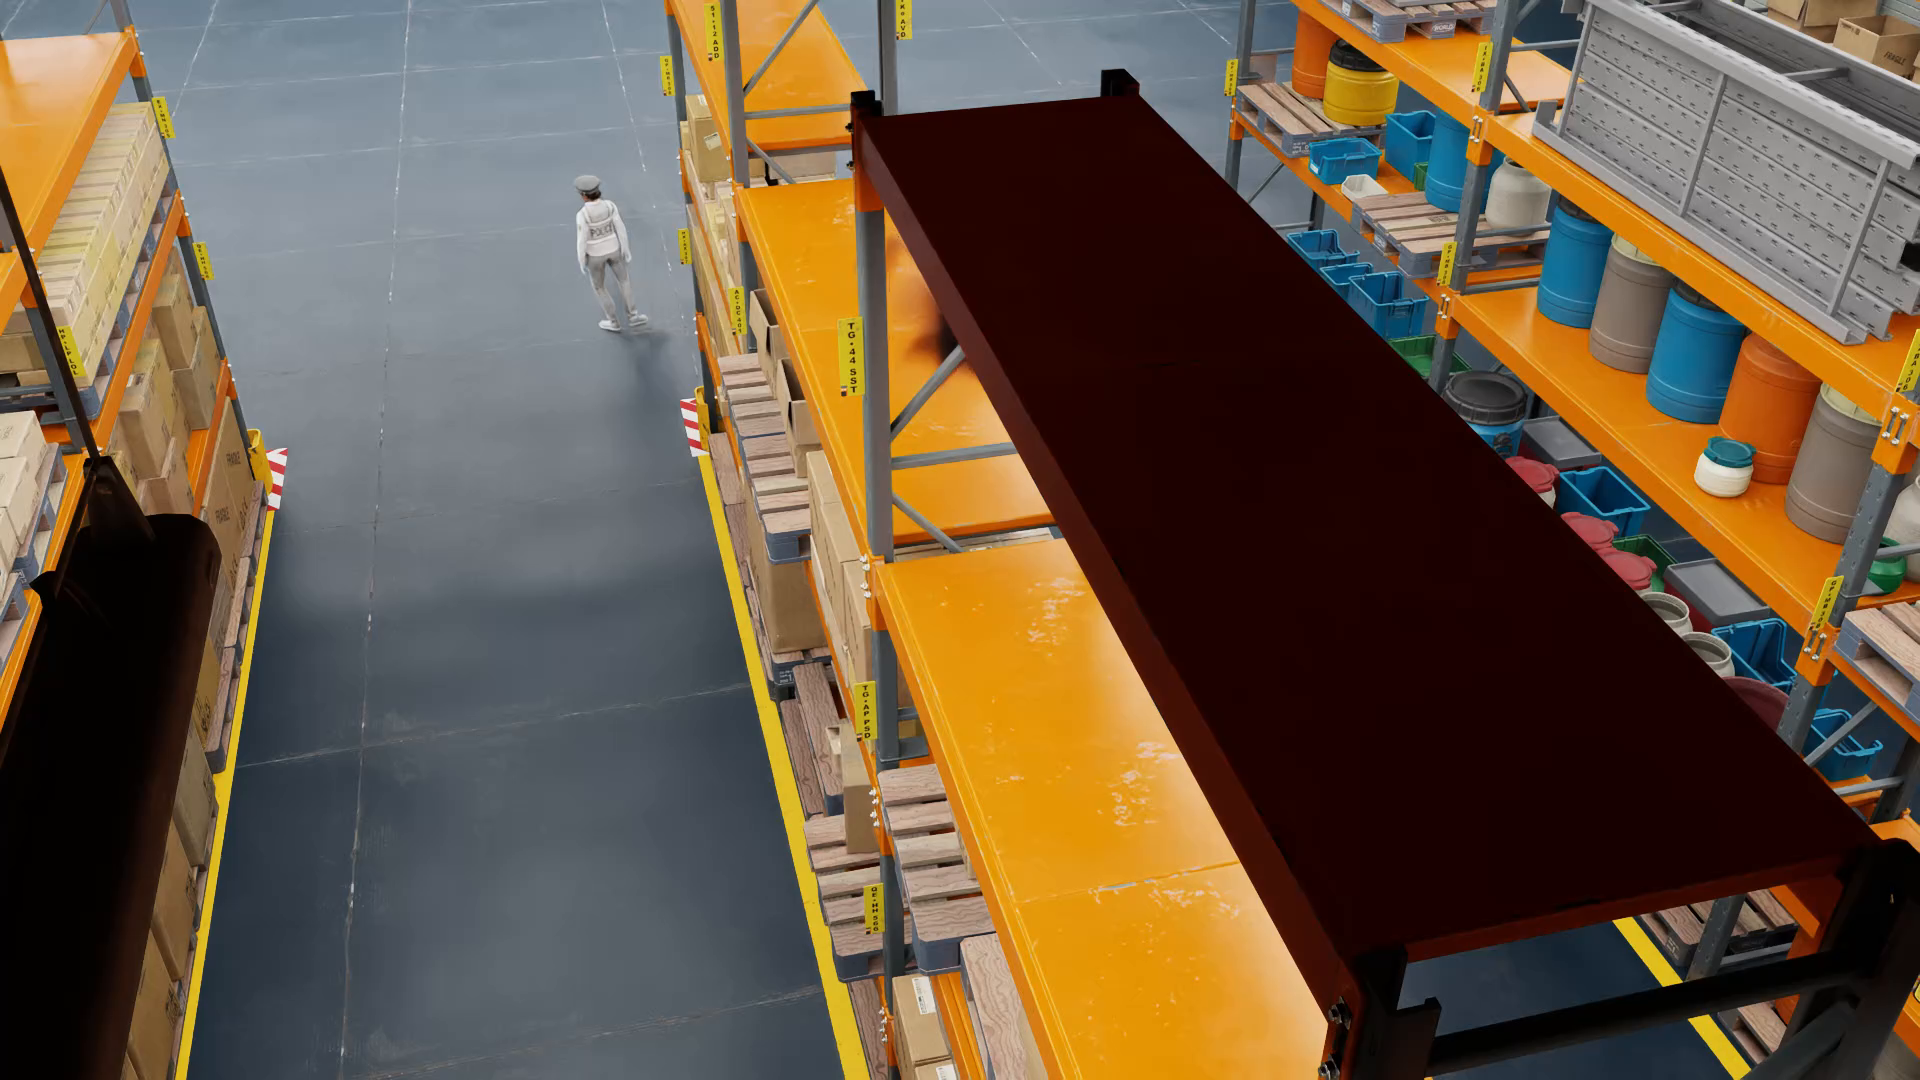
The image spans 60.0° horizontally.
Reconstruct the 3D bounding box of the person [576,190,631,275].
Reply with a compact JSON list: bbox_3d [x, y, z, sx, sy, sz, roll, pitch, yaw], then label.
[{"bbox_3d":[-3.613,-3.160,16.695,0.532,0.978,0.323,-24,41,-31],"label":"person"}]
